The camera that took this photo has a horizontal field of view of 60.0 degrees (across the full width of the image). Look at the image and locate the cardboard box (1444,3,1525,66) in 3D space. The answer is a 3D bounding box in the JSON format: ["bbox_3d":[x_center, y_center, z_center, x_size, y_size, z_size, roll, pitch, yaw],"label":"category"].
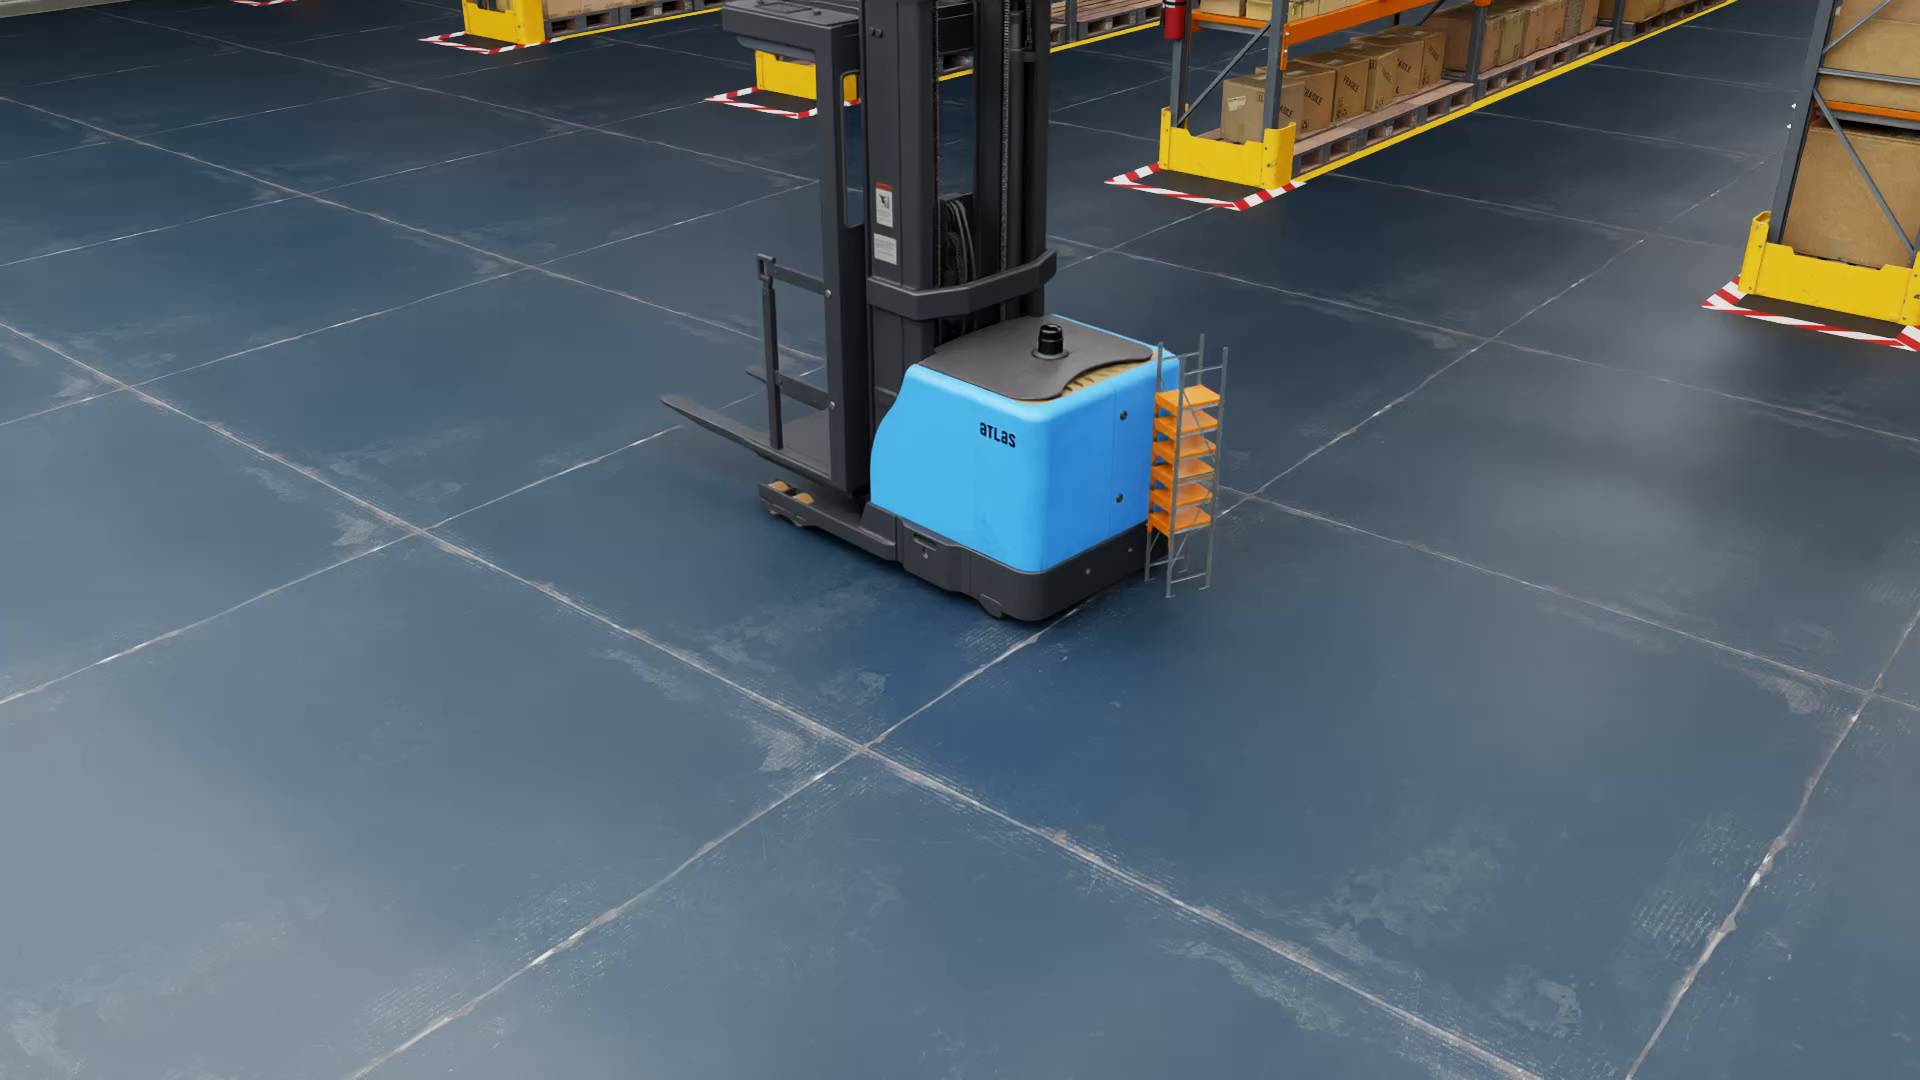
[{"bbox_3d":[5.493,-5.335,17.539,0.700,0.500,0.500,21,34,34],"label":"cardboard box"}]

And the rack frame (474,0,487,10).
[{"bbox_3d":[-5.418,-7.353,19.198,1.000,3.000,0.127,21,34,34],"label":"rack frame"}]

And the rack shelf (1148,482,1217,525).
[{"bbox_3d":[1.022,-0.176,7.642,0.258,0.103,0.180,-13,30,-24],"label":"rack shelf"}]

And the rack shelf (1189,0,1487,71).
[{"bbox_3d":[3.496,-4.846,15.135,1.077,0.370,4.000,21,34,34],"label":"rack shelf"}]

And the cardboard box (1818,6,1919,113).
[{"bbox_3d":[6.188,-3.182,10.973,0.875,0.550,0.550,21,34,34],"label":"cardboard box"}]

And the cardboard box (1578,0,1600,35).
[{"bbox_3d":[6.902,-6.134,19.085,0.700,0.500,0.500,19,33,32],"label":"cardboard box"}]

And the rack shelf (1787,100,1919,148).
[{"bbox_3d":[7.259,-3.360,12.264,1.077,0.370,4.000,21,34,34],"label":"rack shelf"}]

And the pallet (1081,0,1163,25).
[{"bbox_3d":[2.191,-6.808,21.180,1.003,0.211,1.213,21,34,34],"label":"pallet"}]

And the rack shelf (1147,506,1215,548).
[{"bbox_3d":[1.022,-0.069,7.697,0.258,0.103,0.180,-13,30,-24],"label":"rack shelf"}]

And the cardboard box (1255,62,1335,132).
[{"bbox_3d":[2.988,-3.971,14.925,0.500,0.500,0.500,-18,32,-31],"label":"cardboard box"}]

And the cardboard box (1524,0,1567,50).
[{"bbox_3d":[6.203,-5.731,18.305,0.700,0.500,0.500,24,36,38],"label":"cardboard box"}]

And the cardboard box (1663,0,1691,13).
[{"bbox_3d":[8.340,-7.088,20.542,1.225,0.875,0.875,21,34,35],"label":"cardboard box"}]

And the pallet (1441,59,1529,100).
[{"bbox_3d":[5.262,-4.912,17.516,1.003,0.211,1.213,21,34,34],"label":"pallet"}]

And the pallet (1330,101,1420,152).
[{"bbox_3d":[3.592,-3.953,15.661,1.003,0.211,1.213,21,34,34],"label":"pallet"}]

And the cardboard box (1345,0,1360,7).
[{"bbox_3d":[3.241,-4.725,14.391,0.380,0.149,0.250,21,34,34],"label":"cardboard box"}]

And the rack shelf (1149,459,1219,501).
[{"bbox_3d":[1.022,-0.283,7.587,0.258,0.103,0.180,-13,30,-24],"label":"rack shelf"}]

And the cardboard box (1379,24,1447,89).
[{"bbox_3d":[4.483,-4.821,16.567,0.500,0.500,0.500,20,33,33],"label":"cardboard box"}]

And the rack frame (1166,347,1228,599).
[{"bbox_3d":[1.063,-0.285,7.494,0.240,1.200,0.006,-13,30,-24],"label":"rack frame"}]

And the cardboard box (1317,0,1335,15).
[{"bbox_3d":[2.933,-4.543,14.041,0.380,0.149,0.250,21,34,34],"label":"cardboard box"}]

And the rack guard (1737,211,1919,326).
[{"bbox_3d":[5.971,-1.852,11.286,1.175,0.500,0.348,21,34,34],"label":"rack guard"}]

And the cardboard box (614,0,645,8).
[{"bbox_3d":[-4.272,-6.799,20.663,0.500,0.250,0.500,21,34,34],"label":"cardboard box"}]

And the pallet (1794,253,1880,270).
[{"bbox_3d":[6.435,-2.039,11.961,1.003,0.211,1.213,21,34,34],"label":"pallet"}]

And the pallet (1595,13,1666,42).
[{"bbox_3d":[7.872,-6.312,20.221,1.003,0.211,1.213,21,34,34],"label":"pallet"}]

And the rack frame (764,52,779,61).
[{"bbox_3d":[-1.598,-5.904,16.398,1.000,3.000,0.127,21,34,34],"label":"rack frame"}]

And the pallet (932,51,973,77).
[{"bbox_3d":[-0.289,-5.423,18.503,1.003,0.211,1.213,21,34,34],"label":"pallet"}]

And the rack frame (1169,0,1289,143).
[{"bbox_3d":[2.224,-4.456,13.599,1.000,3.000,0.127,21,34,34],"label":"rack frame"}]

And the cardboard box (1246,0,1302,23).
[{"bbox_3d":[2.589,-4.376,13.718,0.380,0.149,0.250,21,34,34],"label":"cardboard box"}]

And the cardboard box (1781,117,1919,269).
[{"bbox_3d":[6.367,-2.473,11.622,0.875,0.875,0.875,21,34,35],"label":"cardboard box"}]

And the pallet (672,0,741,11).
[{"bbox_3d":[-3.412,-7.263,22.059,1.003,0.211,1.213,21,34,34],"label":"pallet"}]

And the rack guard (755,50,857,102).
[{"bbox_3d":[-1.586,-4.834,17.051,1.175,0.500,0.348,21,34,34],"label":"rack guard"}]

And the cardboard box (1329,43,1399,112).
[{"bbox_3d":[3.790,-4.372,15.700,0.500,0.500,0.500,17,32,30],"label":"cardboard box"}]

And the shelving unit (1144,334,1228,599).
[{"bbox_3d":[1.022,-0.322,7.567,0.258,1.200,0.189,-13,30,-24],"label":"shelving unit"}]

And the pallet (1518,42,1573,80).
[{"bbox_3d":[6.038,-5.347,18.356,1.003,0.211,1.213,21,34,34],"label":"pallet"}]

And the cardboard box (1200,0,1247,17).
[{"bbox_3d":[2.246,-4.506,13.969,0.380,0.149,0.250,21,34,34],"label":"cardboard box"}]

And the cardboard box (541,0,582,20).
[{"bbox_3d":[-4.905,-6.443,19.976,0.500,0.250,0.500,21,34,34],"label":"cardboard box"}]

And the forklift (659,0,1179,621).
[{"bbox_3d":[-0.383,-1.519,7.996,1.130,2.935,3.031,-25,36,-39],"label":"forklift"}]

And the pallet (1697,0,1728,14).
[{"bbox_3d":[9.424,-7.177,21.893,1.003,0.211,1.213,21,34,34],"label":"pallet"}]

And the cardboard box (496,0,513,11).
[{"bbox_3d":[-5.305,-6.594,20.268,0.500,0.250,0.500,21,34,34],"label":"cardboard box"}]

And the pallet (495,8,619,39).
[{"bbox_3d":[-4.964,-6.398,20.387,1.003,0.211,1.213,21,34,34],"label":"pallet"}]
